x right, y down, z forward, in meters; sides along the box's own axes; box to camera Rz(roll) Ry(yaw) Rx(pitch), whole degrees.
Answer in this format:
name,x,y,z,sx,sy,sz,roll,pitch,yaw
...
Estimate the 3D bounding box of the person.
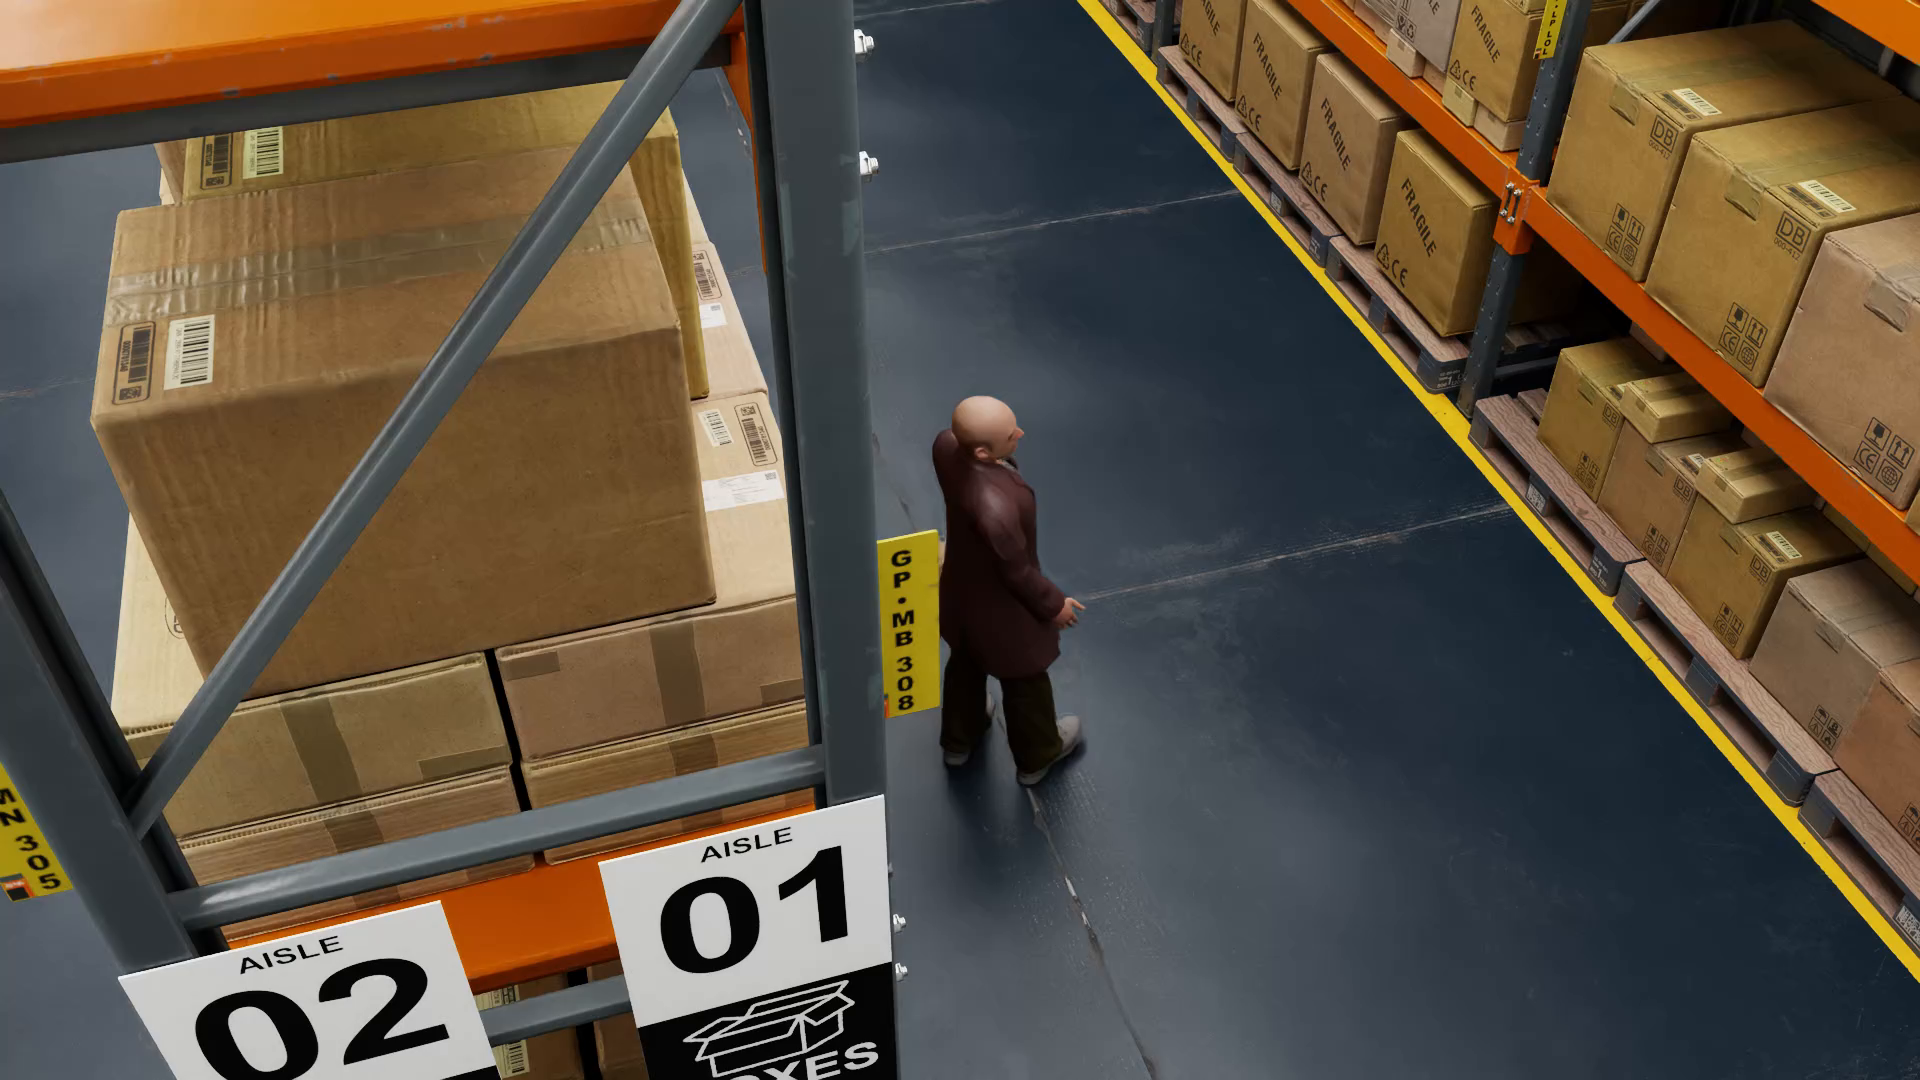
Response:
name,x,y,z,sx,sy,sz,roll,pitch,yaw
person,0.196,0.150,5.972,0.568,1.782,0.582,-19,45,-20
